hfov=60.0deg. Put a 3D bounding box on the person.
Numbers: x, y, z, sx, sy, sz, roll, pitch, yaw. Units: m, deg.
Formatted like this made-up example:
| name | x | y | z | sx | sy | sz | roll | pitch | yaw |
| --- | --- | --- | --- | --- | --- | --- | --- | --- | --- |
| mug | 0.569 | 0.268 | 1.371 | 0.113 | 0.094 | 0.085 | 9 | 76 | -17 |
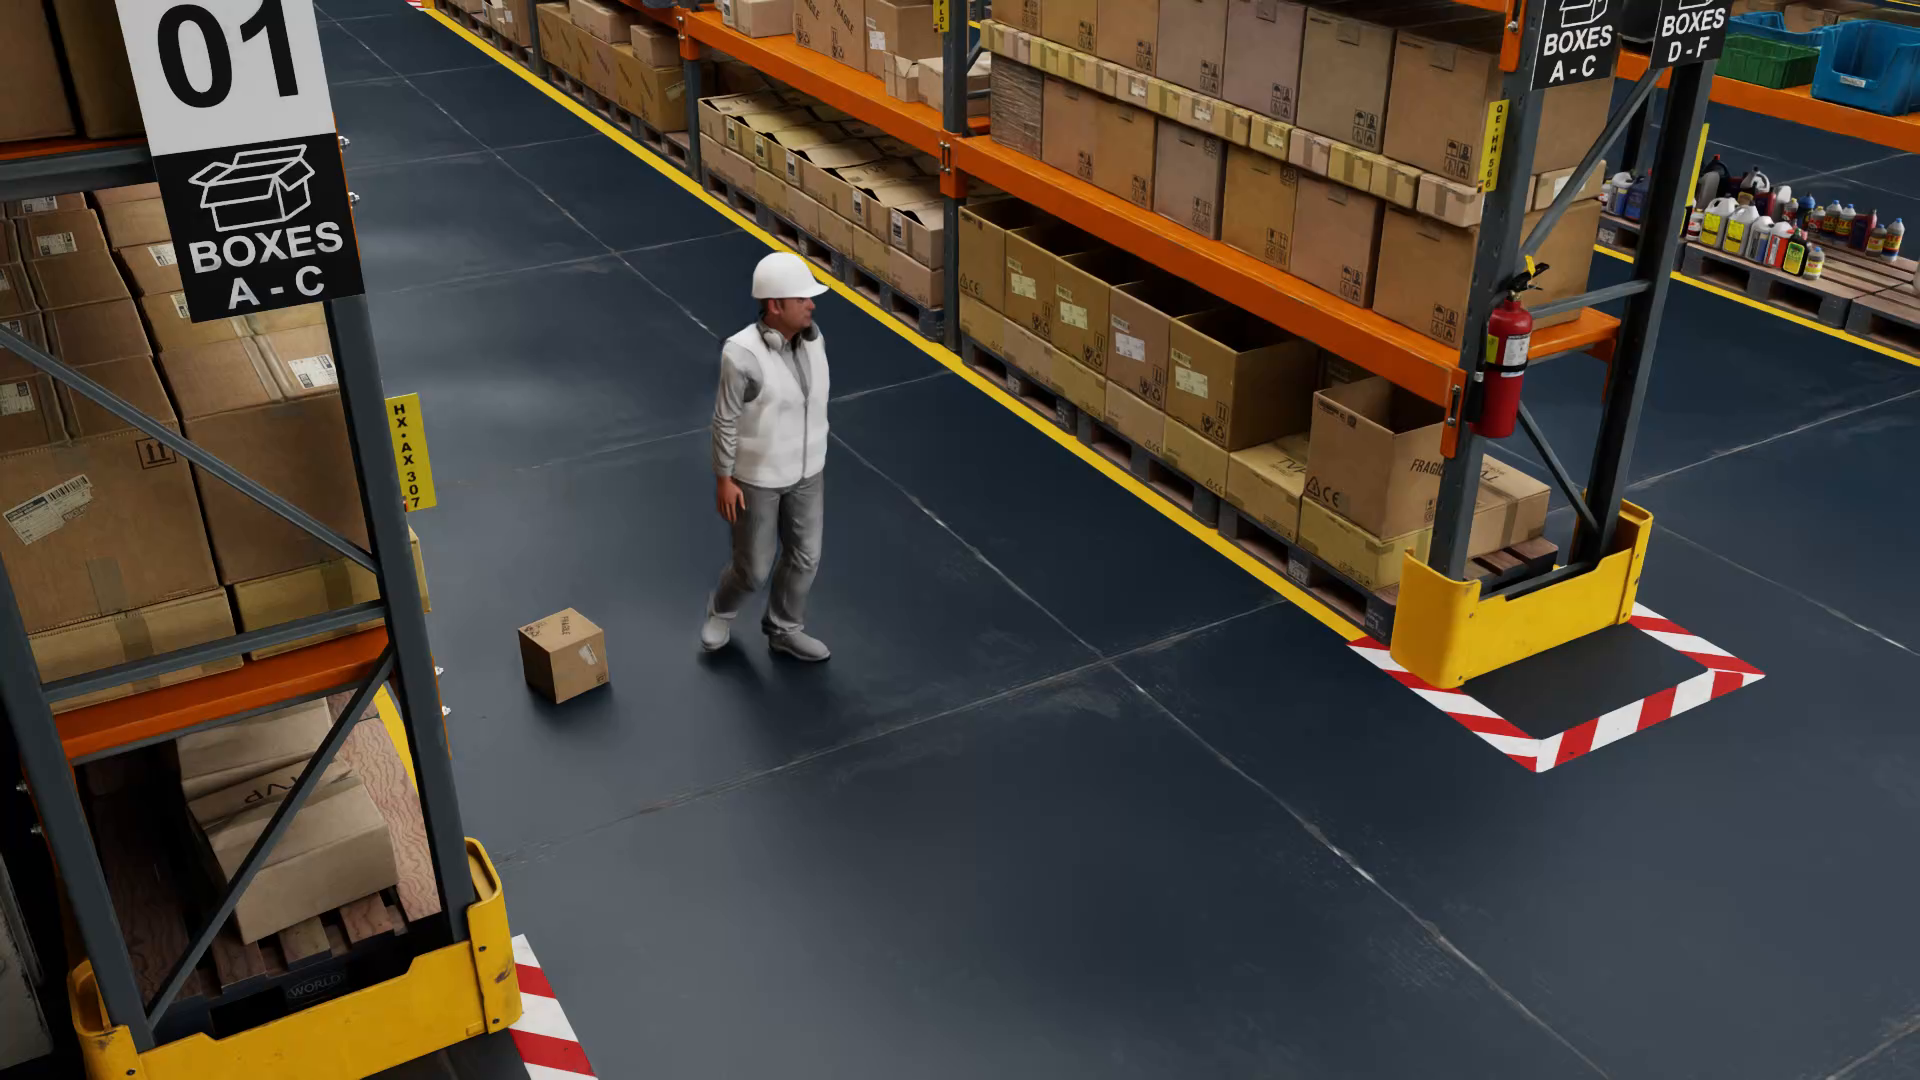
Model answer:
| name | x | y | z | sx | sy | sz | roll | pitch | yaw |
| --- | --- | --- | --- | --- | --- | --- | --- | --- | --- |
| person | -0.787 | -0.316 | 6.672 | 0.571 | 1.763 | 0.584 | 24 | 37 | 37 |
